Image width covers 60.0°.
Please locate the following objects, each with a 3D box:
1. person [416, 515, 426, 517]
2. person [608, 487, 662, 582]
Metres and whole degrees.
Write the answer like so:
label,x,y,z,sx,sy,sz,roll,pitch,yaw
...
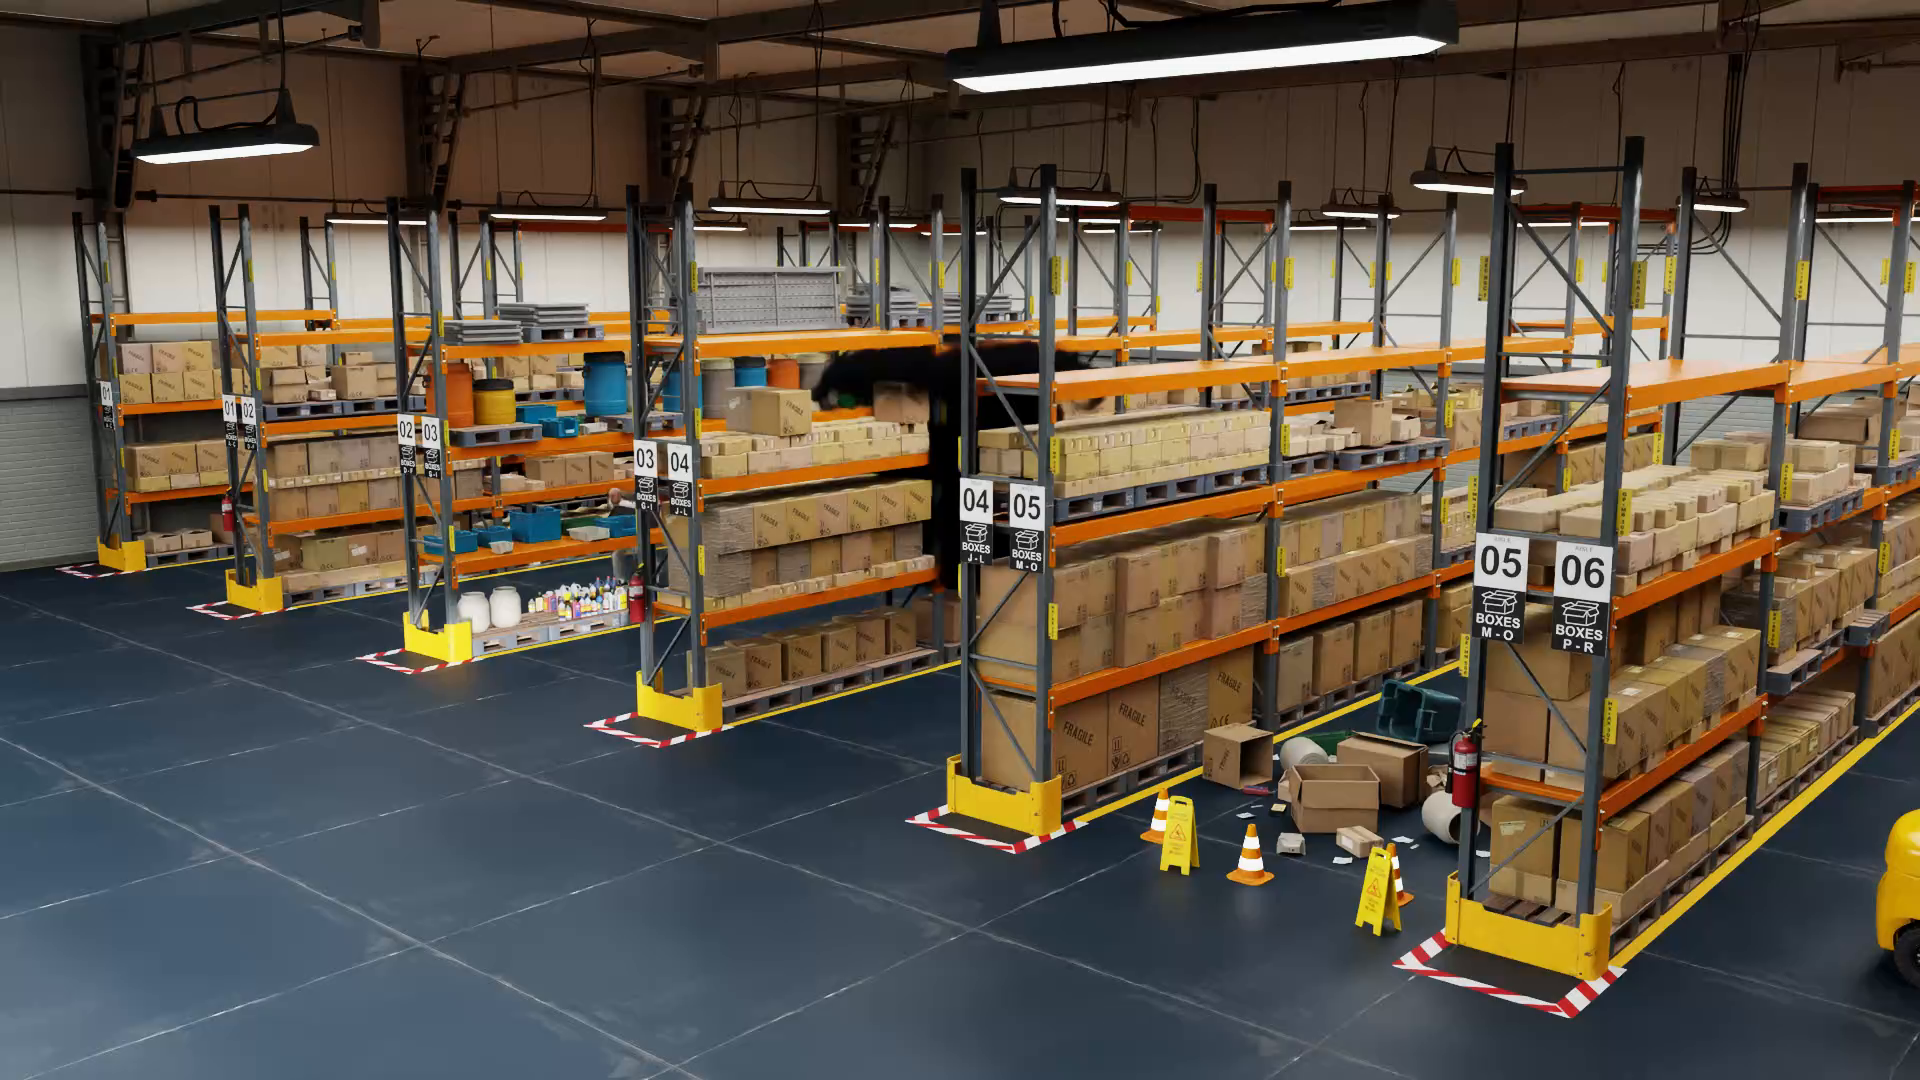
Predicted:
label,x,y,z,sx,sy,sz,roll,pitch,yaw
person,-9.603,-0.540,29.516,0.697,1.676,0.765,5,11,26
person,-5.173,-0.001,26.340,0.753,1.719,1.094,8,12,39
